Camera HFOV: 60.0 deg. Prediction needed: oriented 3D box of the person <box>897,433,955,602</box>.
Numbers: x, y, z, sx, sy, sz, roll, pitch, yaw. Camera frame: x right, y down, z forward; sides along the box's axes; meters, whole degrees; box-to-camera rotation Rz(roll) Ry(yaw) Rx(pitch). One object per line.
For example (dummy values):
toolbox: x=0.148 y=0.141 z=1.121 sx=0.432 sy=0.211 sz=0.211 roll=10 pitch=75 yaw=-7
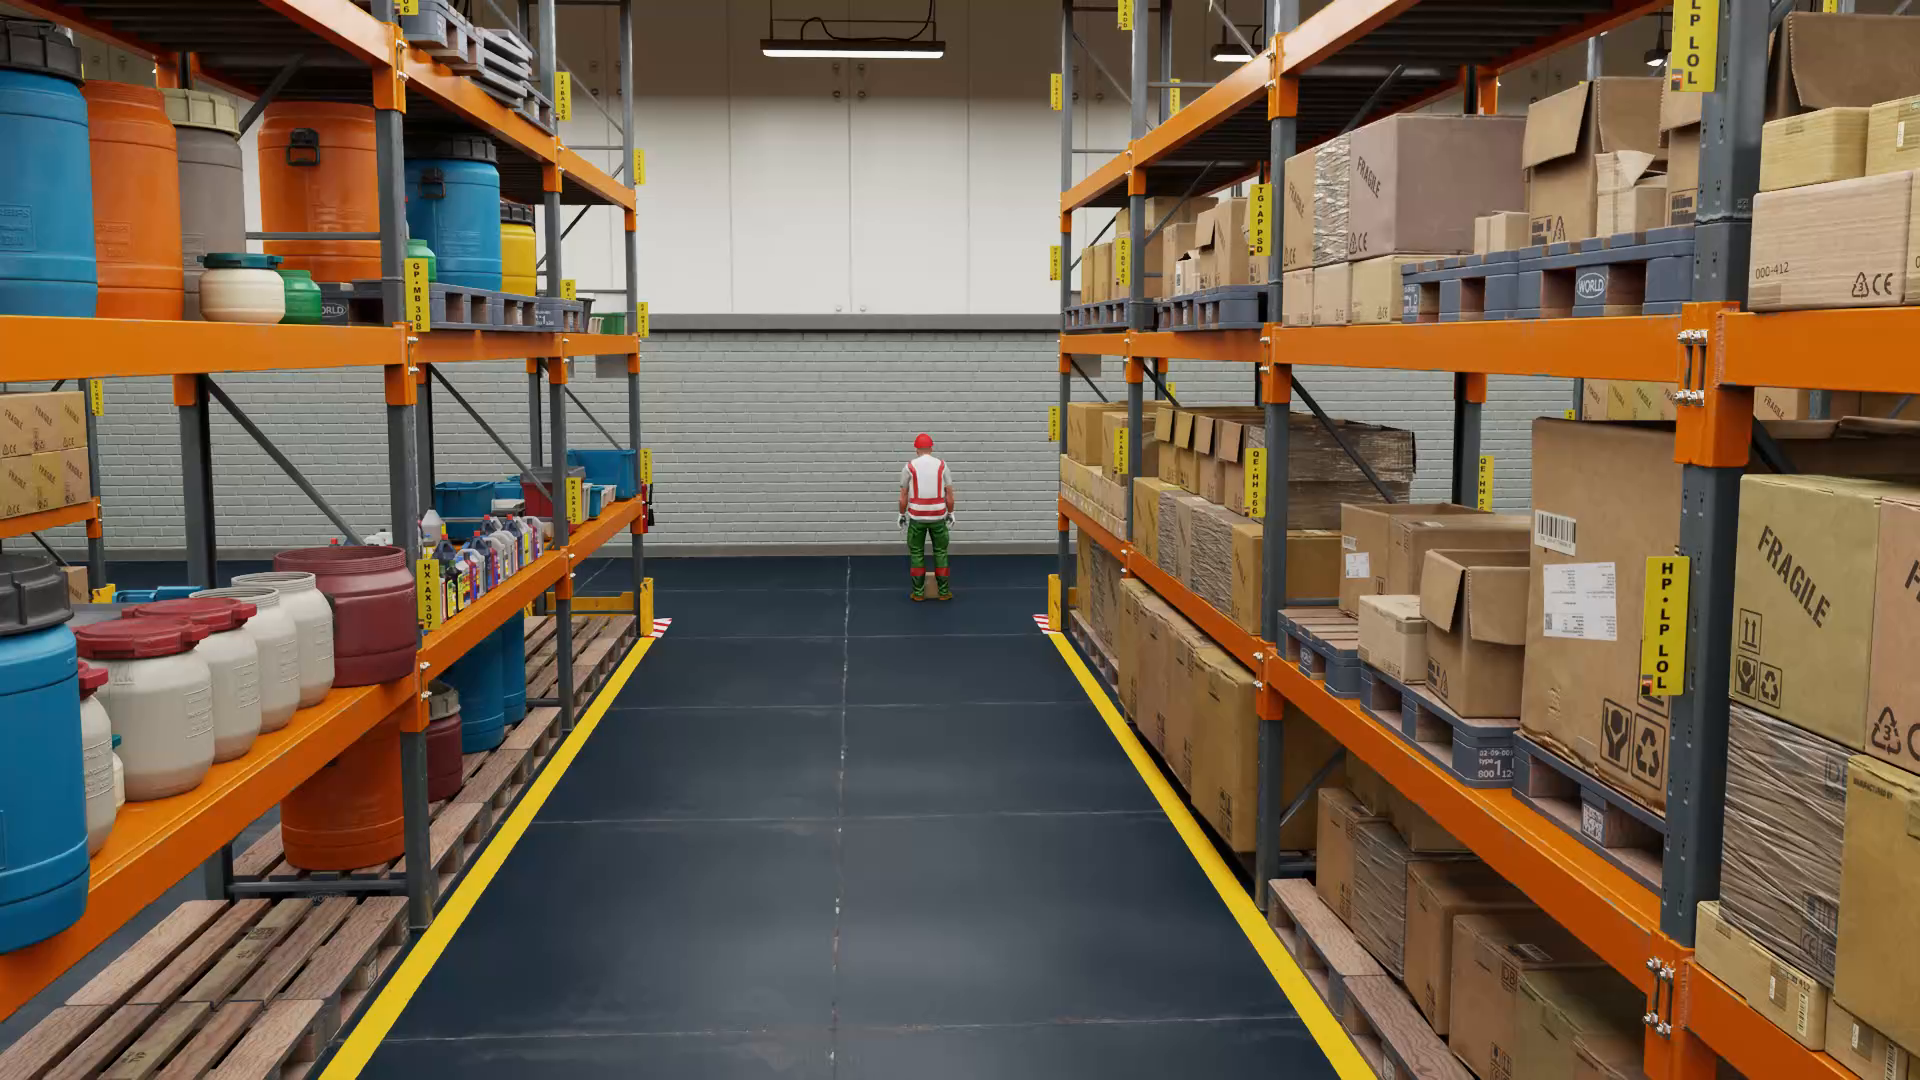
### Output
person: x=-0.358 y=-0.242 z=17.707 sx=0.621 sy=1.781 sz=0.445 roll=-1 pitch=7 yaw=-7
